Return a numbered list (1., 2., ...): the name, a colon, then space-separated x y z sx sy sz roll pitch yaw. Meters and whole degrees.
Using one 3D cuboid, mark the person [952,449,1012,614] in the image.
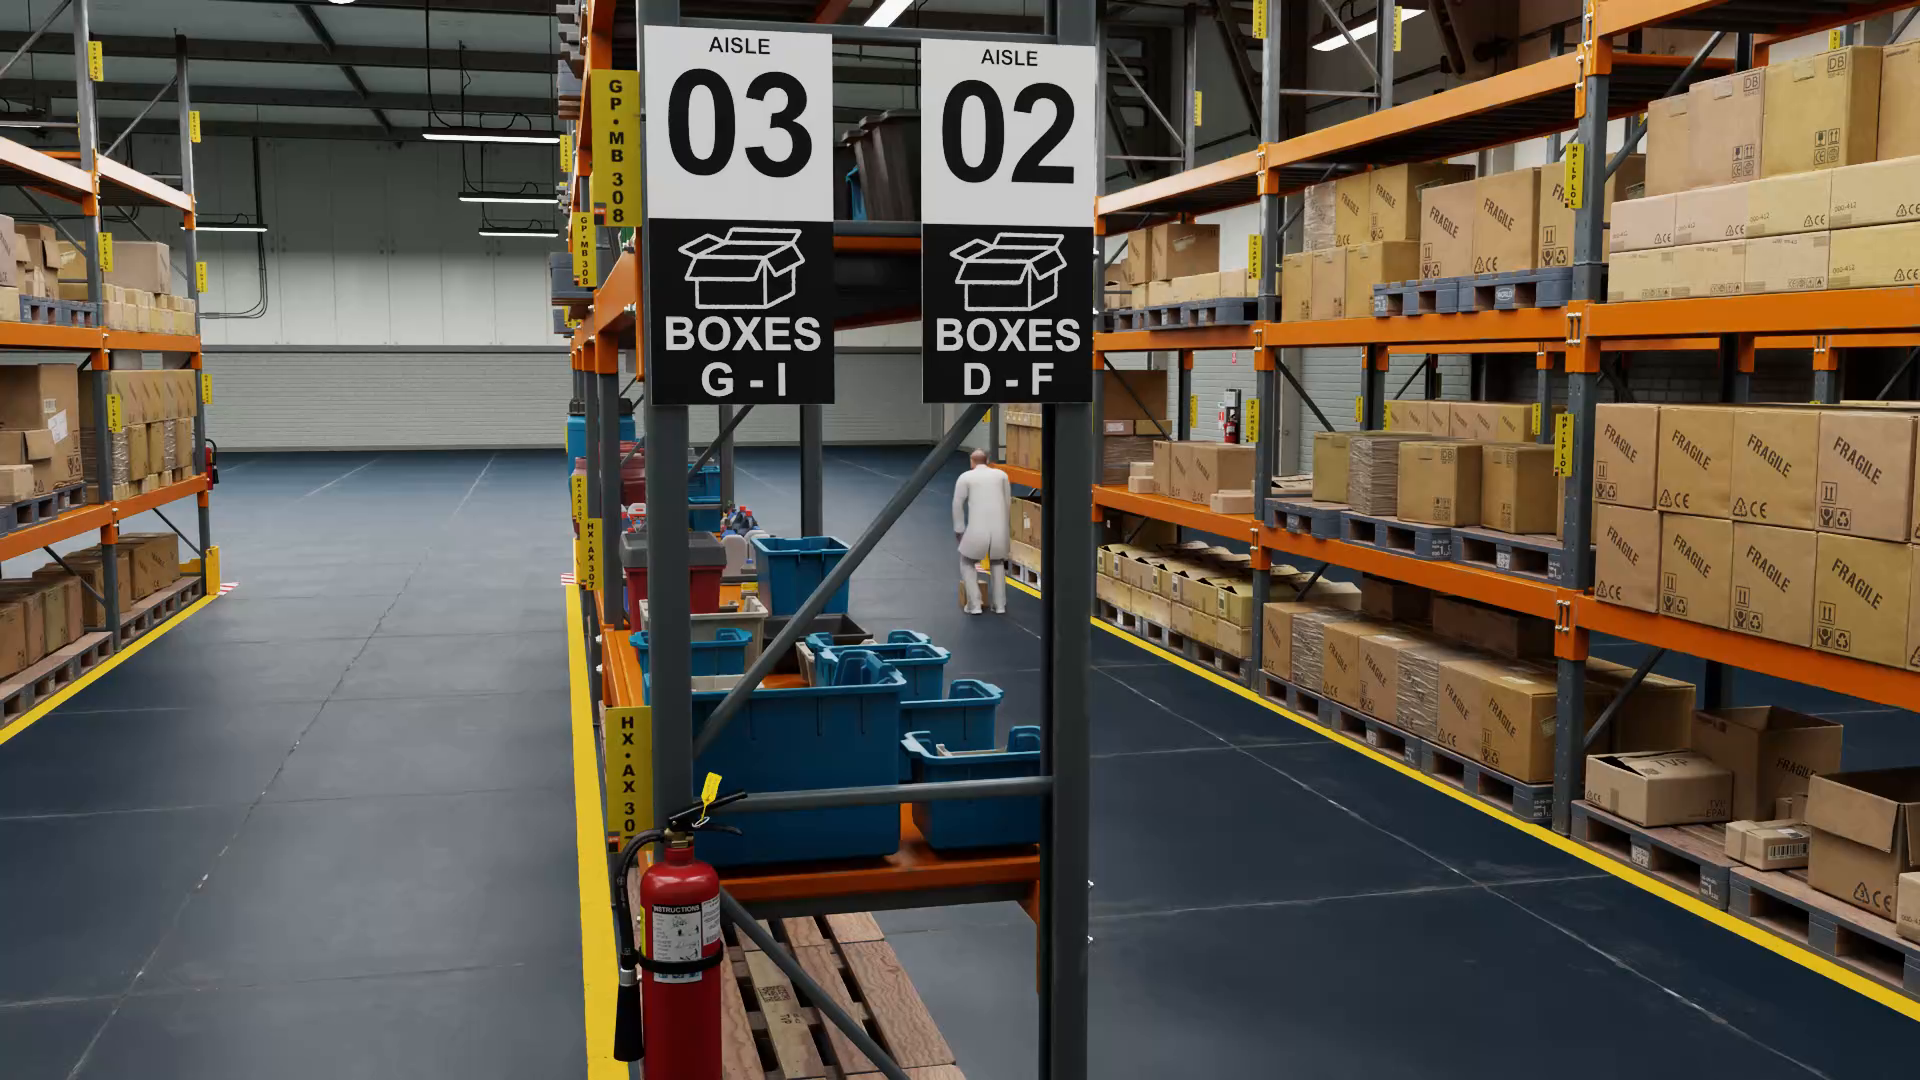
1. person: 0.226 -0.076 16.807 0.611 1.643 0.522 -1 6 -12
